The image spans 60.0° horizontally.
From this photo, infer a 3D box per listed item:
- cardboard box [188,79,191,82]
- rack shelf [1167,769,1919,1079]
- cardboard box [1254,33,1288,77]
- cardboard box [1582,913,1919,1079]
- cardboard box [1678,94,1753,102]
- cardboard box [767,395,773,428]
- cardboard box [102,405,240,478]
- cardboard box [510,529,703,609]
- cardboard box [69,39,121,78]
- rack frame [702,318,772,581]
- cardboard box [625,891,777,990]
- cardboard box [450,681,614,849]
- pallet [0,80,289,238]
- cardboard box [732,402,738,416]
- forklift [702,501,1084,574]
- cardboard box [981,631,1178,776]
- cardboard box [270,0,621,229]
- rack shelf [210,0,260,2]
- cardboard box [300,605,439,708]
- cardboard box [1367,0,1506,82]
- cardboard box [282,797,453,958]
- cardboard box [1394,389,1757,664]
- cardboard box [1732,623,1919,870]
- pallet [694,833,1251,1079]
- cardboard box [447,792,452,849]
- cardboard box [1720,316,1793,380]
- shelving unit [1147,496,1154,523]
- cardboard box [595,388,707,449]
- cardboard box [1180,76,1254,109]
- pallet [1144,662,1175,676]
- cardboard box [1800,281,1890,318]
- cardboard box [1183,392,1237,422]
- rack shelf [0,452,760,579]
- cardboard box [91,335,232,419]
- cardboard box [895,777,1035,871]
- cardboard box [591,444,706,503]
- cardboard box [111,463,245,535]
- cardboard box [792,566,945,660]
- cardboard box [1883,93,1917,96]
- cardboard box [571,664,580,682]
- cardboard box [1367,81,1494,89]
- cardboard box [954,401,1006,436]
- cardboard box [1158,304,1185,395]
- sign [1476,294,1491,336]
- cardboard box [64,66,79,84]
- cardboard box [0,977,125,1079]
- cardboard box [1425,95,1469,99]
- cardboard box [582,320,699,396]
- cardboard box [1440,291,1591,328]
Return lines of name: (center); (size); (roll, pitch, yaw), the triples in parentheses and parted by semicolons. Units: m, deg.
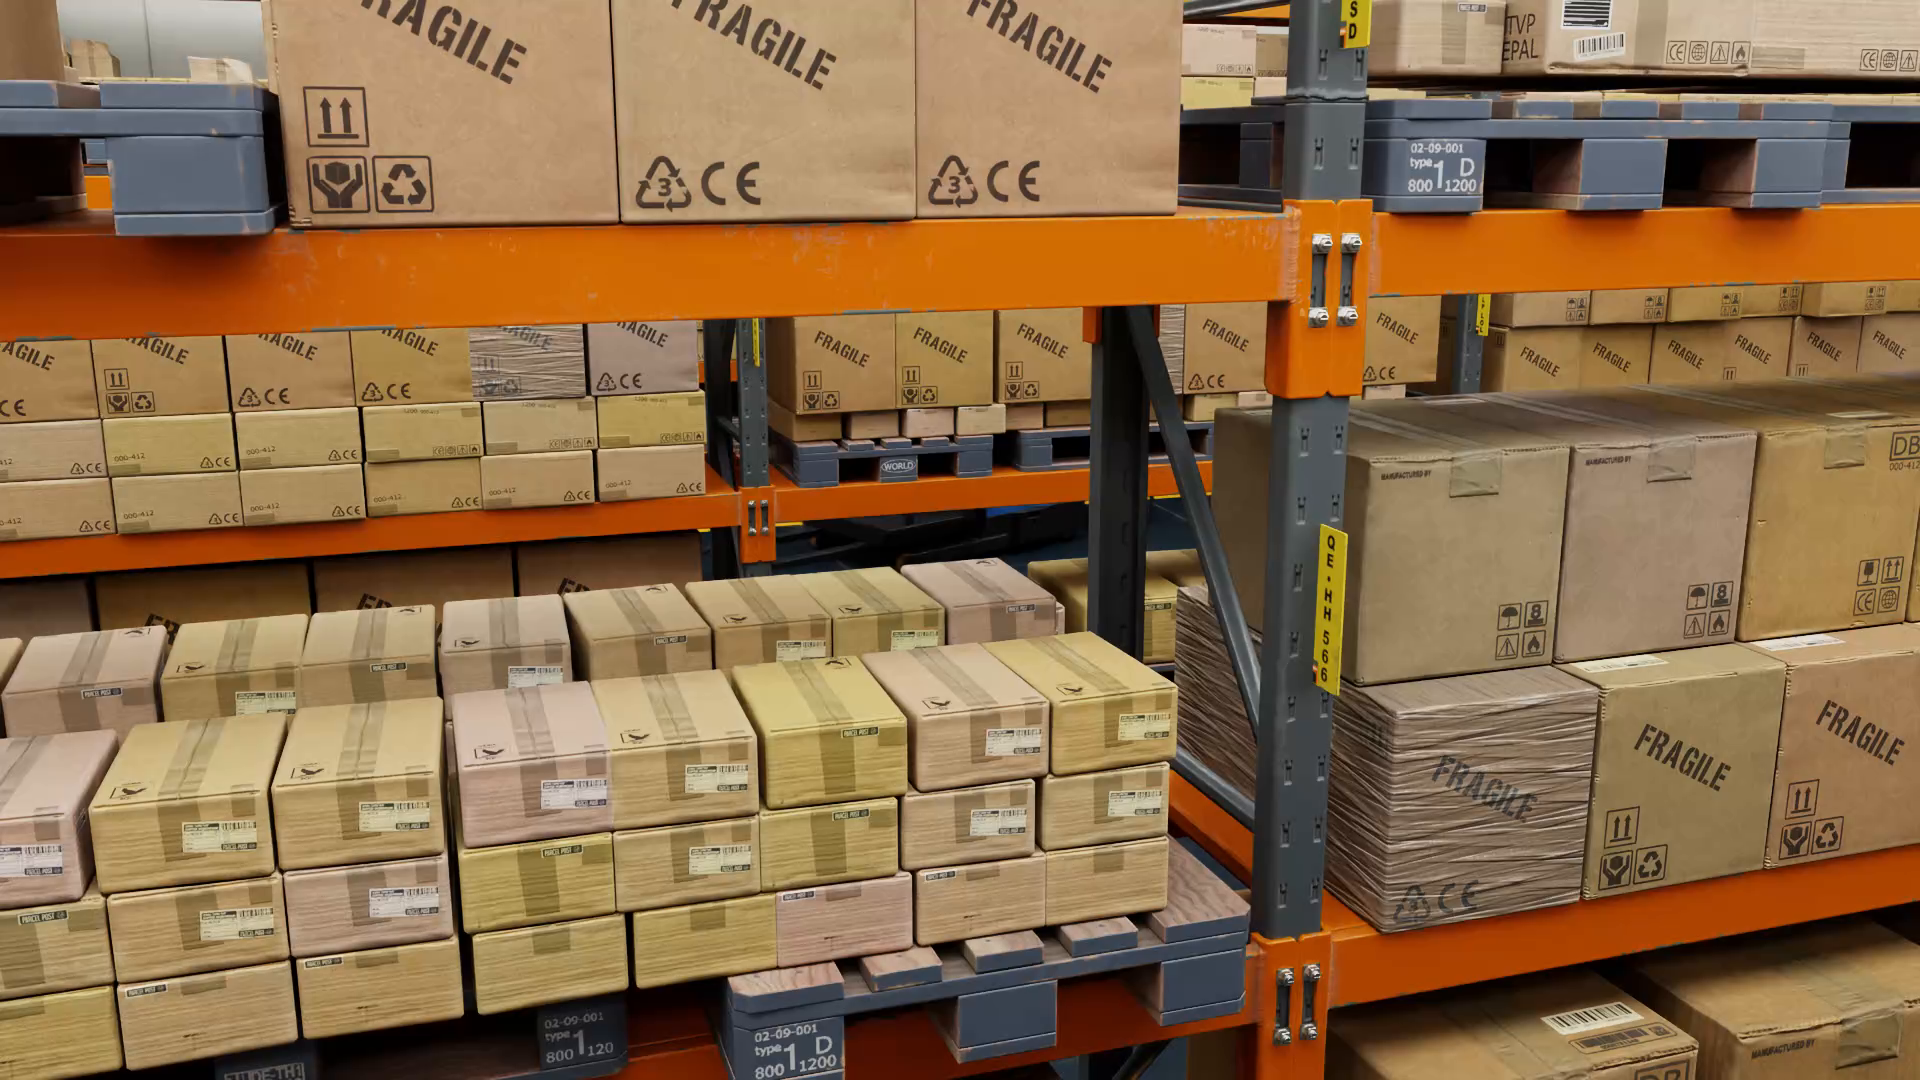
cardboard box: (-5.146, -3.090, 11.446); (0.250, 0.149, 0.380); (-4, 14, -17)
rack shelf: (2.436, 0.745, 4.581); (4.000, 0.370, 1.077); (-4, 14, -18)
cardboard box: (1.506, -2.670, 9.240); (0.500, 0.250, 0.500); (-5, 14, -19)
cardboard box: (1.973, 1.343, 4.470); (0.750, 0.750, 1.050); (-4, 14, -17)
cardboard box: (4.126, -2.408, 9.483); (0.500, 0.250, 0.500); (-4, 14, -18)
cardboard box: (-0.899, -0.693, 8.710); (0.250, 0.149, 0.380); (-4, 14, -16)
cardboard box: (-3.447, -0.457, 7.325); (0.500, 0.250, 0.500); (-4, 14, -17)
cardboard box: (-1.816, 0.327, 8.470); (0.875, 0.875, 0.875); (-5, 14, -19)
cardboard box: (-6.004, -3.329, 11.555); (0.258, 0.266, 0.396); (-4, 14, -18)
rack frame: (-1.135, -0.535, 8.410); (0.127, 3.000, 1.000); (-4, 14, -18)
cardboard box: (-0.498, 0.653, 3.052); (0.250, 0.149, 0.380); (-5, 14, -19)
cardboard box: (-0.748, 0.383, 2.902); (0.250, 0.149, 0.380); (-4, 14, -18)
pallet: (-1.650, -0.629, 2.729); (1.003, 0.211, 1.213); (-4, 14, -18)
cardboard box: (-1.509, -0.766, 13.603); (0.625, 0.625, 0.875); (-4, 14, -16)
forklift: (-0.486, -1.307, 11.802); (3.031, 2.935, 1.130); (-12, 18, -41)
cardboard box: (0.222, 0.308, 3.214); (0.250, 0.149, 0.380); (-5, 14, -20)
cardboard box: (-0.865, -0.791, 2.789); (0.500, 0.500, 0.500); (-4, 14, -18)
rack shelf: (-4.617, -3.850, 11.801); (4.000, 0.370, 1.077); (-4, 14, -18)
cardboard box: (-1.205, 0.261, 3.415); (0.250, 0.149, 0.380); (-4, 14, -16)
cardboard box: (0.907, -1.037, 3.456); (0.250, 0.149, 0.380); (-5, 14, -20)
cardboard box: (-1.005, 0.548, 2.848); (0.250, 0.149, 0.380); (-4, 14, -17)
cardboard box: (1.448, -0.061, 4.039); (0.500, 0.500, 0.700); (-5, 14, -19)
cardboard box: (2.011, 0.445, 4.073); (0.500, 0.500, 0.500); (-4, 14, -18)
pallet: (-0.102, 0.712, 3.580); (1.003, 0.211, 1.213); (-4, 14, -18)
cardboard box: (-1.205, 0.548, 3.492); (0.250, 0.149, 0.380); (-4, 14, -17)
cardboard box: (4.583, -1.113, 9.981); (0.500, 0.500, 0.500); (-4, 14, -17)
shelving unit: (1.115, -0.877, 13.090); (0.755, 1.500, 0.431); (-6, 15, -23)
cardboard box: (-1.513, -0.614, 7.985); (0.500, 0.250, 0.500); (-5, 14, -18)
cardboard box: (1.184, -2.272, 8.649); (0.500, 0.250, 0.500); (-4, 14, -17)
pallet: (0.761, 0.675, 9.349); (1.213, 0.211, 1.003); (-4, 14, -18)
cardboard box: (5.100, -1.624, 9.968); (0.500, 0.500, 0.700); (-5, 14, -19)
cardboard box: (1.285, -0.742, 8.915); (0.250, 0.149, 0.380); (-4, 14, -18)
rack shelf: (-3.030, -0.038, 7.873); (4.000, 0.370, 1.077); (-4, 14, -18)
cardboard box: (-3.467, -0.824, 7.250); (0.500, 0.500, 0.500); (-5, 14, -19)
cardboard box: (-0.036, 0.473, 3.166); (0.250, 0.149, 0.380); (-4, 14, -16)
cardboard box: (-1.531, -0.368, 8.031); (0.500, 0.250, 0.500); (-5, 14, -20)
cardboard box: (-3.444, -0.214, 7.386); (0.500, 0.250, 0.500); (-5, 14, -19)
cardboard box: (-0.214, 0.184, 3.739); (0.250, 0.149, 0.380); (-5, 14, -20)
cardboard box: (5.472, -2.720, 9.933); (0.250, 0.149, 0.380); (-4, 14, -18)
cardboard box: (-0.729, 0.367, 3.608); (0.250, 0.149, 0.380); (-4, 14, -18)
cardboard box: (1.037, -1.148, 3.886); (0.250, 0.166, 0.380); (-4, 14, -18)
cardboard box: (0.053, -0.640, 8.486); (0.250, 0.149, 0.380); (-4, 14, -18)
cardboard box: (0.835, -1.031, 8.729); (0.500, 0.500, 0.500); (-5, 14, -20)
sign: (2.837, -1.272, 9.007); (0.005, 0.325, 0.100); (-4, 14, -18)
cardboard box: (-4.157, -1.971, 7.251); (0.500, 0.311, 0.500); (-4, 14, -18)
cardboard box: (-1.495, 0.730, 2.725); (0.250, 0.149, 0.380); (-5, 14, -19)
cardboard box: (2.991, -2.453, 9.673); (0.500, 0.250, 0.500); (-5, 14, -19)
cardboard box: (-1.541, -0.975, 7.882); (0.500, 0.500, 0.500); (-5, 14, -20)
cardboard box: (3.143, -1.495, 9.426); (0.500, 0.500, 0.700); (-5, 14, -19)
